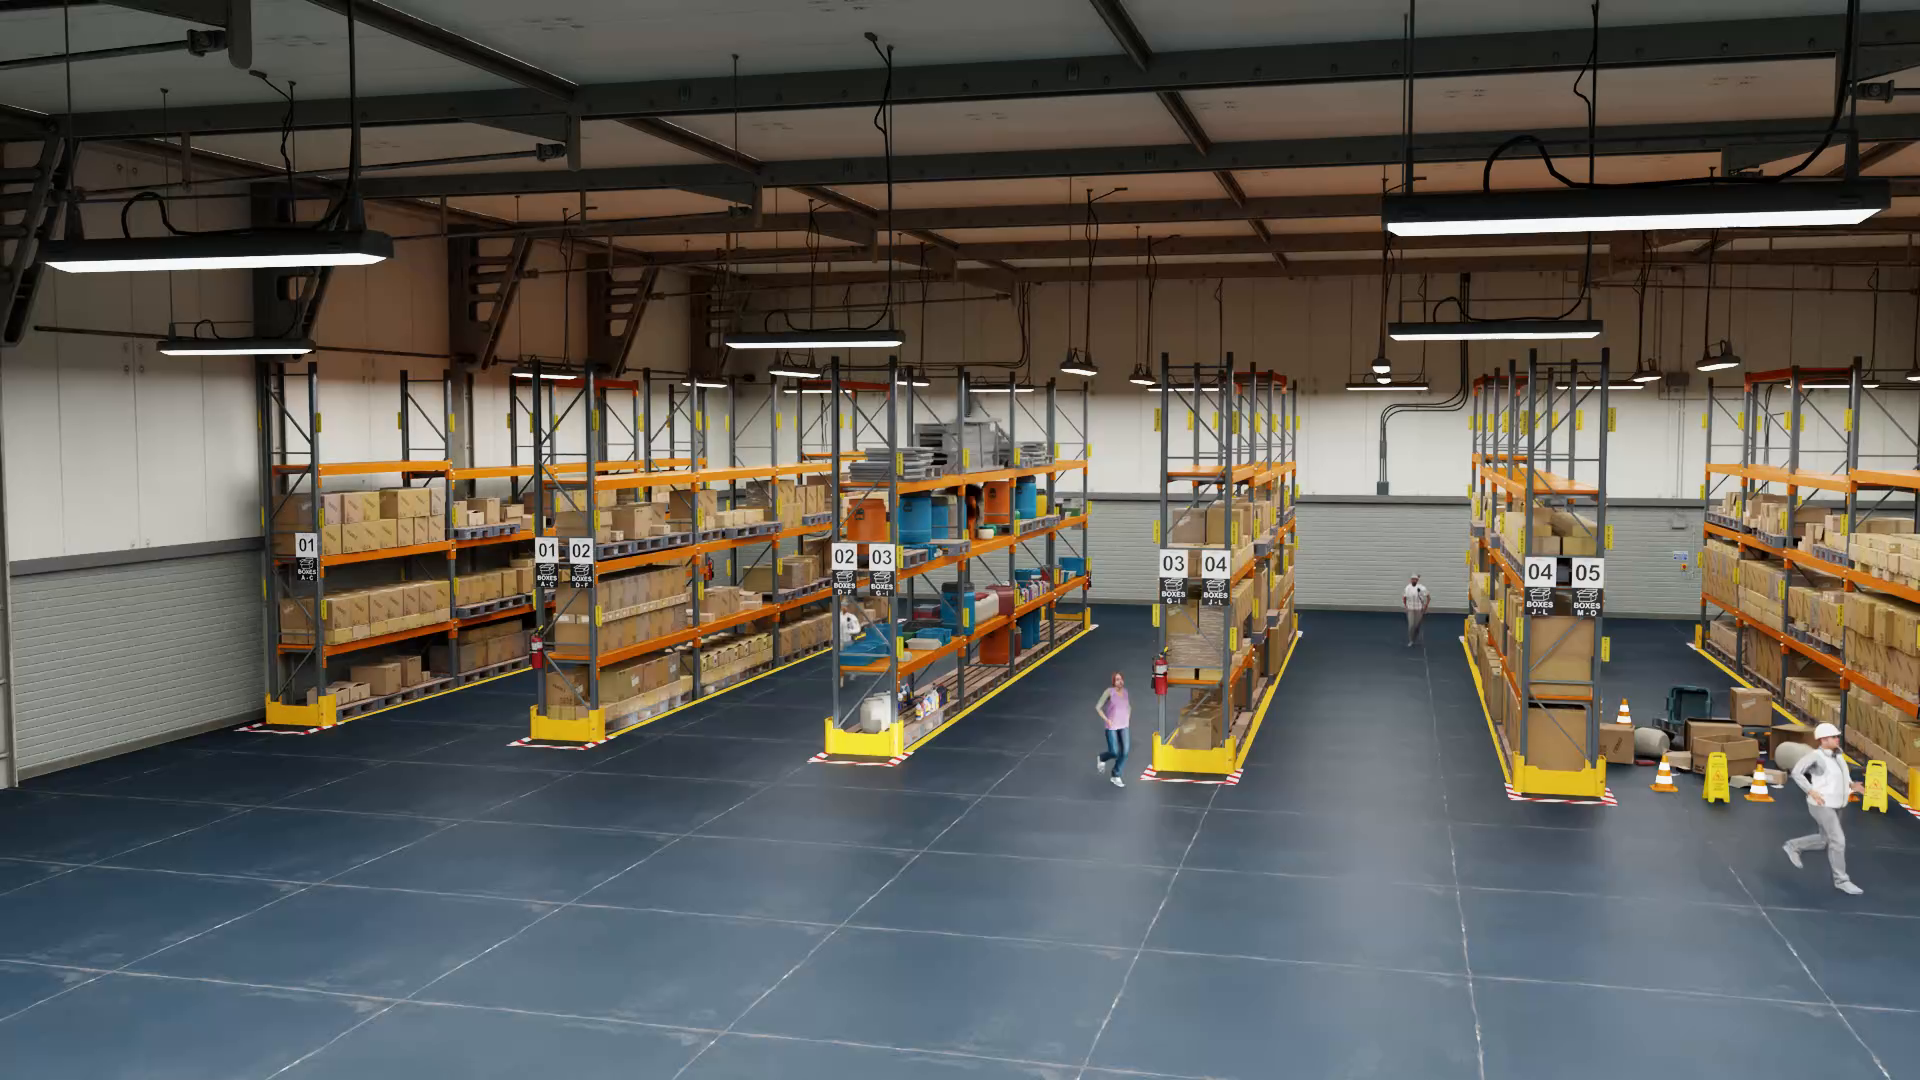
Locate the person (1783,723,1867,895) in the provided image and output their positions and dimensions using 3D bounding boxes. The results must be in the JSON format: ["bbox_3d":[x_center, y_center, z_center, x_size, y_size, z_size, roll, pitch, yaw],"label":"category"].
[{"bbox_3d":[9.338,2.860,17.972,0.663,1.778,0.928,-3,5,-34],"label":"person"}]

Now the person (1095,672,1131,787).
[{"bbox_3d":[2.141,2.618,23.134,0.545,1.555,0.559,-2,4,-24],"label":"person"}]

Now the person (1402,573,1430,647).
[{"bbox_3d":[10.230,1.560,37.376,0.573,1.679,0.631,2,4,25],"label":"person"}]

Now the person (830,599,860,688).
[{"bbox_3d":[-2.192,1.940,31.565,0.624,1.663,0.875,1,4,9],"label":"person"}]
